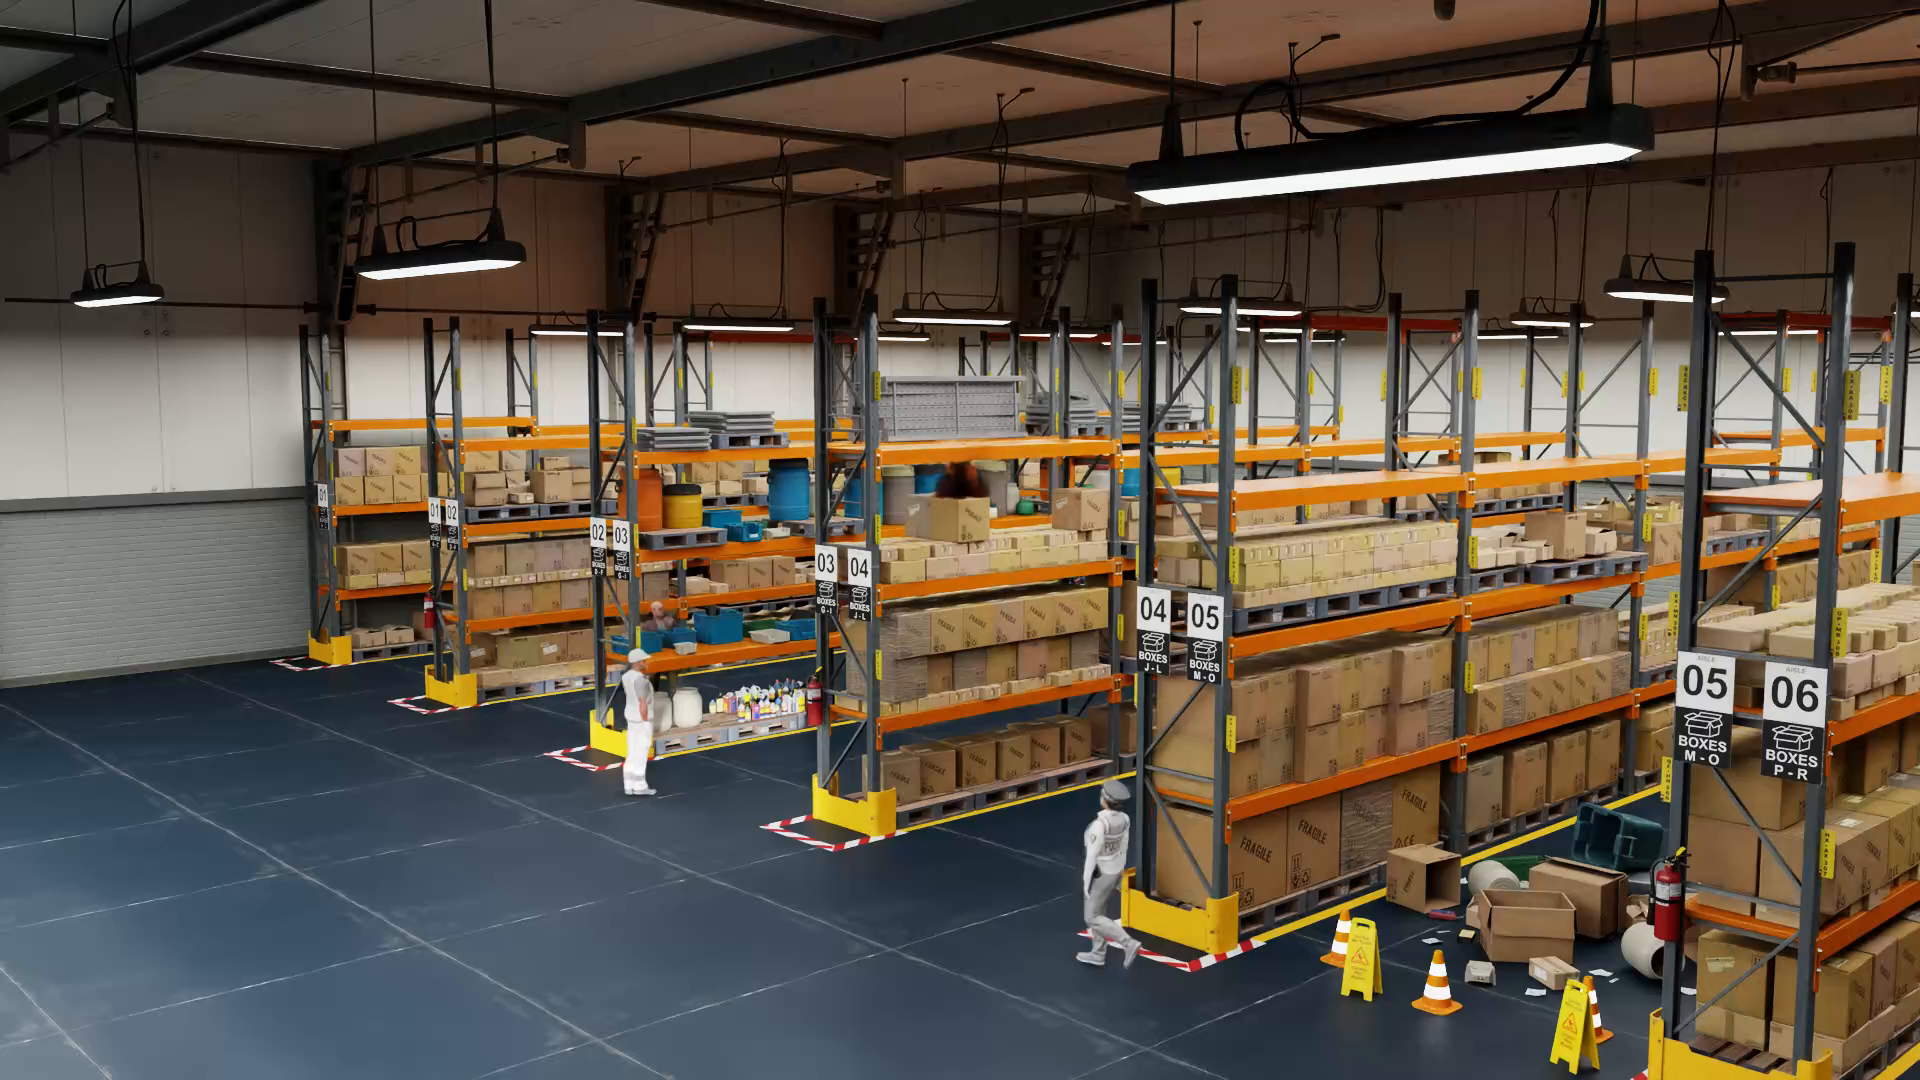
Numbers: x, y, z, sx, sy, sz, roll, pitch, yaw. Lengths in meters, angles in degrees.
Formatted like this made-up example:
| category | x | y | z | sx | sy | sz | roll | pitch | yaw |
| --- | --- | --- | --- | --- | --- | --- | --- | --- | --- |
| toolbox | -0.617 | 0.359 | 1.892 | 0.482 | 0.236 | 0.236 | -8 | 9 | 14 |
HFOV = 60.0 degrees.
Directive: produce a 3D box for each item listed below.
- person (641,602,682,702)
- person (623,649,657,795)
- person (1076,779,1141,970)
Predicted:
| category | x | y | z | sx | sy | sz | roll | pitch | yaw |
| --- | --- | --- | --- | --- | --- | --- | --- | --- | --- |
| person | -4.449 | 1.810 | 24.897 | 0.687 | 1.697 | 0.988 | -1 | 6 | -12 |
| person | -3.933 | 2.223 | 20.355 | 0.387 | 1.810 | 0.617 | -4 | 7 | -37 |
| person | 1.254 | 2.880 | 14.317 | 0.613 | 1.676 | 0.484 | 2 | 6 | 23 |
